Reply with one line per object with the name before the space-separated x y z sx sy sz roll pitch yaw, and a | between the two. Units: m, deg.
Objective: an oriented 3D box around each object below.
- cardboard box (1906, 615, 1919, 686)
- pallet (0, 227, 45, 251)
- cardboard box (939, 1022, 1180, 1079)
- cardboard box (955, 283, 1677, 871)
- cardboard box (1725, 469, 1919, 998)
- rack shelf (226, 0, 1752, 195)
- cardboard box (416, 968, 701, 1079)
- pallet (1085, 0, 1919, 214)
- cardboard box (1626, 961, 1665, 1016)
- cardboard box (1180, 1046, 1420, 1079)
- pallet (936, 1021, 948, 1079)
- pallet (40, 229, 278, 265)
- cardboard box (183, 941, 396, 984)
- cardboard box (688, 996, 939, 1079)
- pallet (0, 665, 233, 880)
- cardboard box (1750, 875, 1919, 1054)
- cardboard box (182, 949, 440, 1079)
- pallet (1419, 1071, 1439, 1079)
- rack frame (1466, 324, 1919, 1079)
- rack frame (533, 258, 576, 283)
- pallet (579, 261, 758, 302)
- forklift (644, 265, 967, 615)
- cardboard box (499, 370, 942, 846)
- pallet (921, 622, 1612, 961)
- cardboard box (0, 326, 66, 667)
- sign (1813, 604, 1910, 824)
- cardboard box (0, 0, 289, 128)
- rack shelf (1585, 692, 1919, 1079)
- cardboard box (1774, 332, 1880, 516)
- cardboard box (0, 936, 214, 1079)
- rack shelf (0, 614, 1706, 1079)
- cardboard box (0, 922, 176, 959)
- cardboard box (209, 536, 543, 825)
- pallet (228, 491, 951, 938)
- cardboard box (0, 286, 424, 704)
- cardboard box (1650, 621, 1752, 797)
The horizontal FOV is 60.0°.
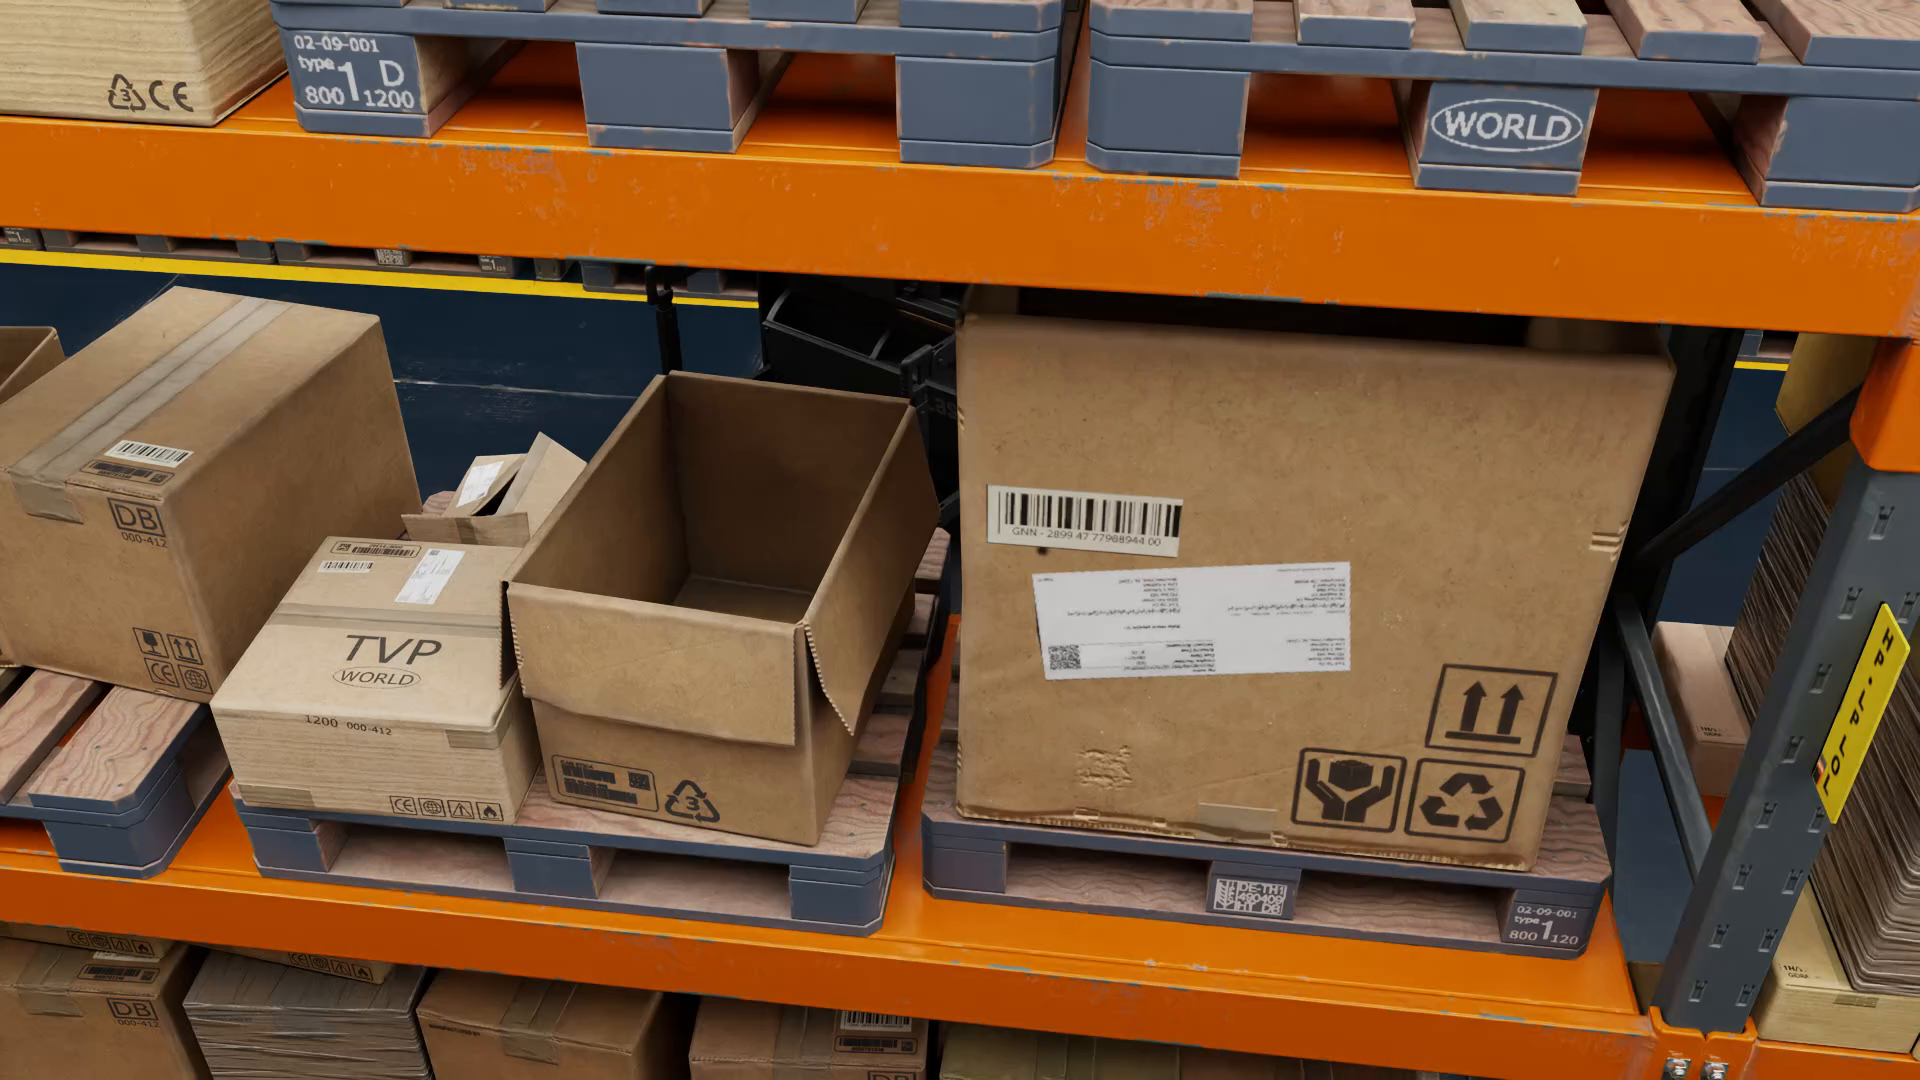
cardboard box | 1.738 0.009 2.453 0.500 0.500 0.500 4 36 6
pallet | -5.107 -1.853 8.664 1.213 0.211 1.003 4 36 6
cardboard box | 0.247 1.132 3.854 0.500 0.500 0.700 4 36 6
cardboard box | 0.554 -0.157 3.009 1.000 1.000 1.000 4 36 6
cardboard box | 1.762 0.305 2.898 0.500 0.500 0.875 4 36 6
rack shelf | -0.660 -0.787 2.578 3.809 0.052 0.919 4 36 6
cardboard box | -0.862 1.050 3.970 0.500 0.500 0.700 7 36 10
pallet | 0.725 -0.854 2.444 1.003 0.211 1.213 4 36 6
cardboard box | 1.715 1.297 3.641 0.500 0.500 0.500 3 36 5
cardboard box | 0.717 1.178 3.790 0.500 0.500 0.700 2 36 2
pallet | -0.662 1.387 4.124 1.213 0.211 1.003 4 36 6
pallet | -3.893 -1.764 8.540 1.213 0.211 1.003 4 36 6
cardboard box | -1.448 0.701 3.814 0.500 0.250 0.500 8 36 11
cardboard box | -0.308 1.091 3.912 0.500 0.500 0.700 1 36 2
pallet | -1.923 0.171 3.593 1.003 0.211 1.213 4 36 6
cardboard box | 1.499 0.689 2.918 0.250 0.149 0.380 4 36 6
cardboard box | -1.425 1.012 4.023 0.500 0.500 0.700 1 36 2
pallet | 0.551 1.476 4.000 1.213 0.211 1.003 4 36 6
rack frame | 1.324 0.398 3.110 0.127 3.000 1.000 4 36 6
rack frame | -1.912 -2.748 7.519 0.127 3.000 1.000 4 36 6
pallet | -1.139 -1.512 8.186 1.213 0.211 1.003 4 36 6
forklift | -2.102 0.697 2.750 1.550 2.935 9.518 23 41 29
cardboard box | -0.407 0.110 3.063 0.637 0.503 0.797 8 36 11
pallet | 0.584 0.336 3.363 1.213 0.211 1.003 4 36 6
cardboard box | -2.103 -0.093 3.350 0.500 0.500 0.500 0 36 0
sign | 1.257 0.247 2.326 0.005 0.325 0.100 4 36 6
cardboard box | -1.190 -0.806 2.344 0.500 0.250 0.500 5 36 7
rack shelf | 3.307 0.839 3.112 4.000 0.370 1.077 4 36 6
cardboard box | 1.805 -0.296 2.880 0.500 0.500 0.500 4 36 6
cardboard box | -1.977 0.978 4.070 0.500 0.500 0.700 2 36 3
rack shelf | -0.660 0.543 3.527 4.000 0.370 1.077 4 36 6
cardboard box | -1.975 0.667 3.860 0.500 0.250 0.500 6 36 8
cardboard box | -1.011 0.249 3.087 0.500 0.250 0.500 3 36 5
pallet | -0.675 0.303 3.409 1.213 0.211 1.003 4 36 6
cardboard box | -1.537 -0.109 3.373 0.500 0.500 0.700 9 37 13
cardboard box | 1.574 0.347 3.398 0.250 0.149 0.380 4 36 6
